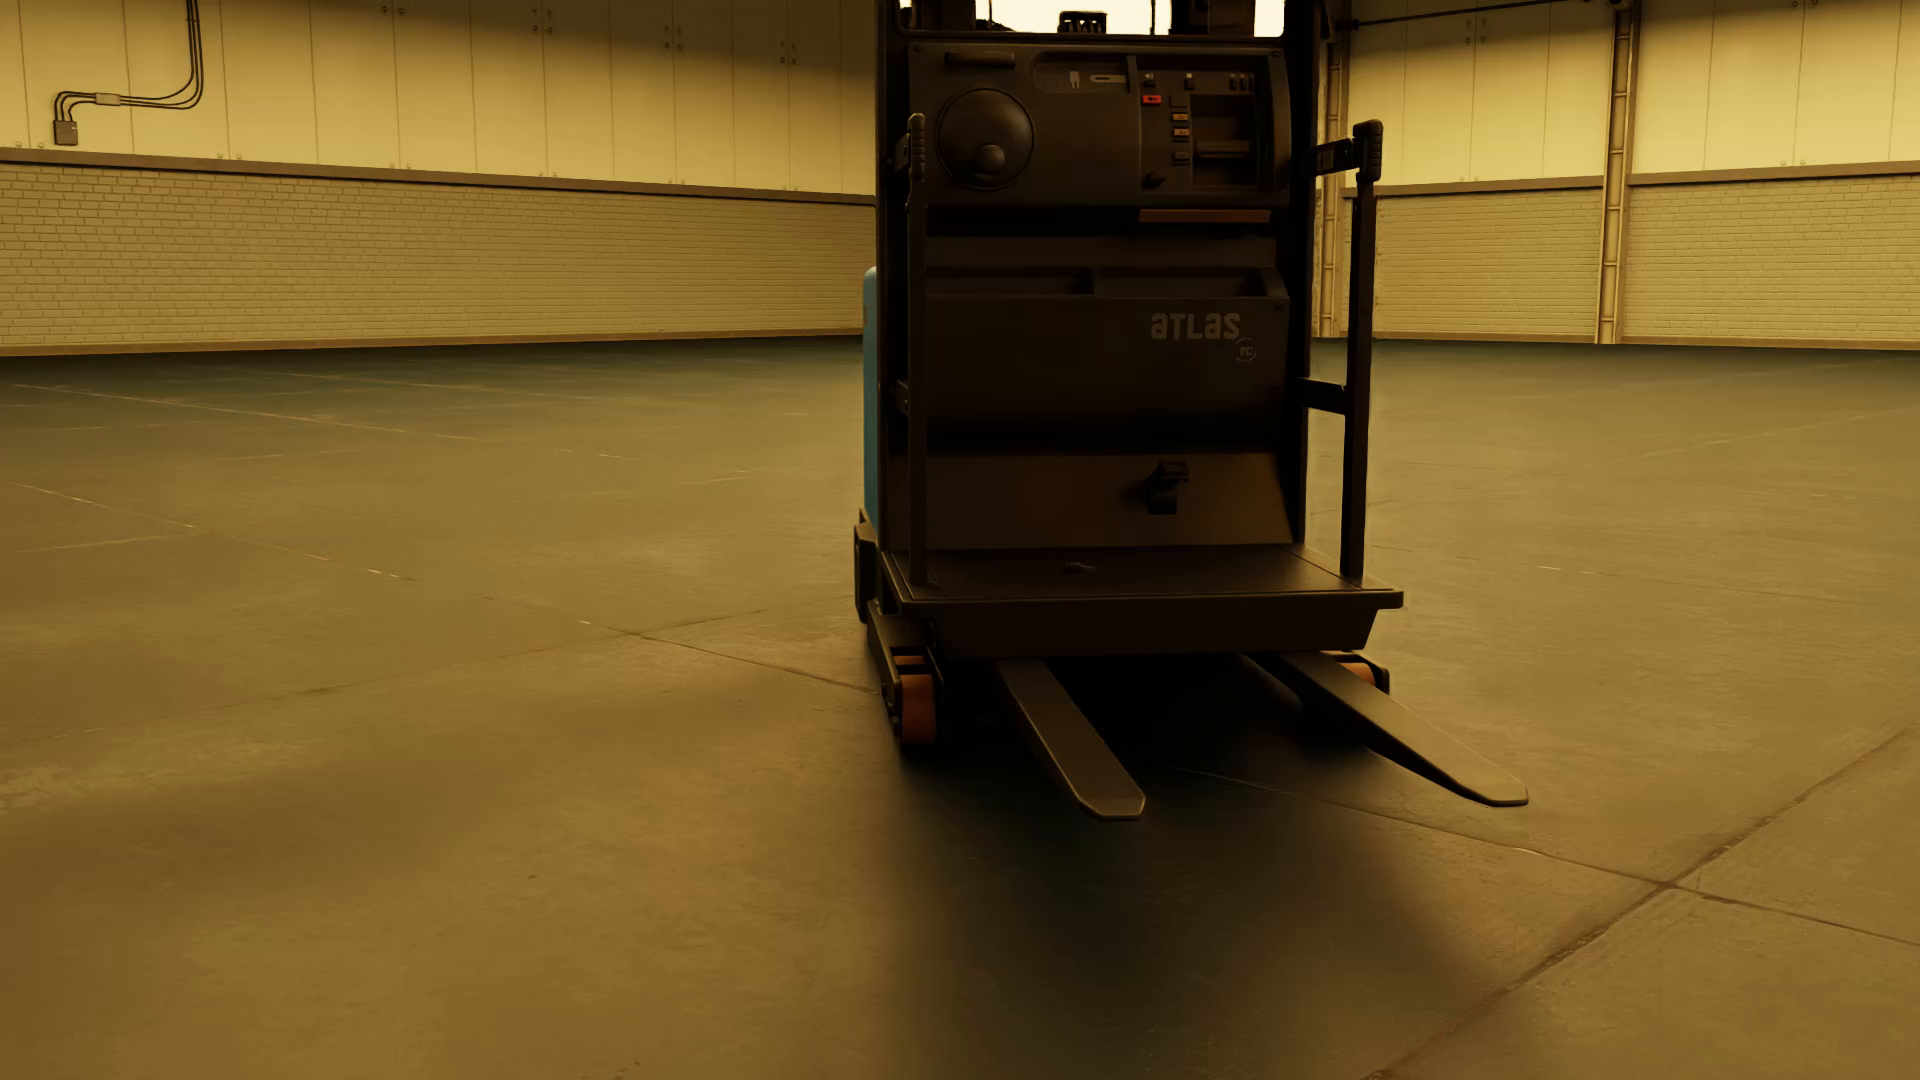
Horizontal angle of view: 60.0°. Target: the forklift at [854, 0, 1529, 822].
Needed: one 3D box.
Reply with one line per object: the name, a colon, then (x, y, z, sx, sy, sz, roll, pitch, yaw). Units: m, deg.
forklift: (0.366, -1.045, 3.814, 1.130, 2.935, 3.031, -1, 9, -7)
